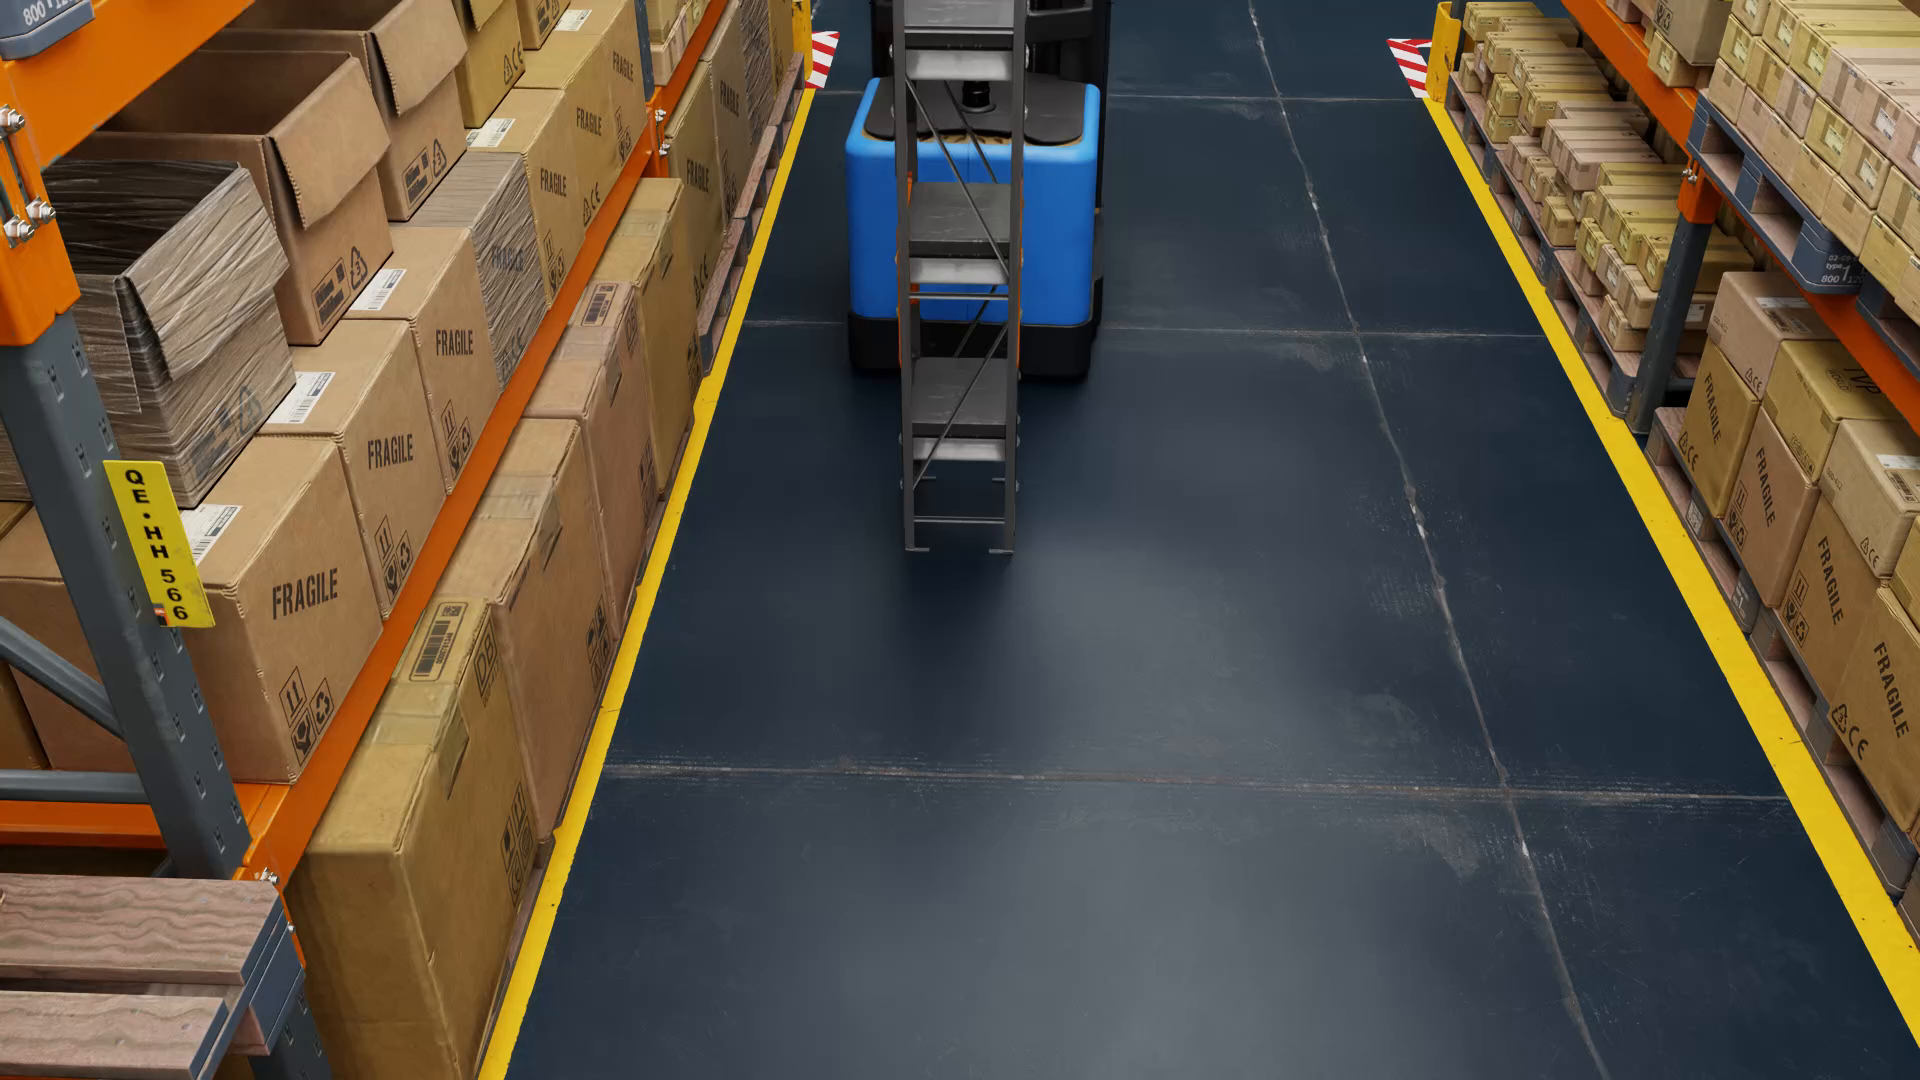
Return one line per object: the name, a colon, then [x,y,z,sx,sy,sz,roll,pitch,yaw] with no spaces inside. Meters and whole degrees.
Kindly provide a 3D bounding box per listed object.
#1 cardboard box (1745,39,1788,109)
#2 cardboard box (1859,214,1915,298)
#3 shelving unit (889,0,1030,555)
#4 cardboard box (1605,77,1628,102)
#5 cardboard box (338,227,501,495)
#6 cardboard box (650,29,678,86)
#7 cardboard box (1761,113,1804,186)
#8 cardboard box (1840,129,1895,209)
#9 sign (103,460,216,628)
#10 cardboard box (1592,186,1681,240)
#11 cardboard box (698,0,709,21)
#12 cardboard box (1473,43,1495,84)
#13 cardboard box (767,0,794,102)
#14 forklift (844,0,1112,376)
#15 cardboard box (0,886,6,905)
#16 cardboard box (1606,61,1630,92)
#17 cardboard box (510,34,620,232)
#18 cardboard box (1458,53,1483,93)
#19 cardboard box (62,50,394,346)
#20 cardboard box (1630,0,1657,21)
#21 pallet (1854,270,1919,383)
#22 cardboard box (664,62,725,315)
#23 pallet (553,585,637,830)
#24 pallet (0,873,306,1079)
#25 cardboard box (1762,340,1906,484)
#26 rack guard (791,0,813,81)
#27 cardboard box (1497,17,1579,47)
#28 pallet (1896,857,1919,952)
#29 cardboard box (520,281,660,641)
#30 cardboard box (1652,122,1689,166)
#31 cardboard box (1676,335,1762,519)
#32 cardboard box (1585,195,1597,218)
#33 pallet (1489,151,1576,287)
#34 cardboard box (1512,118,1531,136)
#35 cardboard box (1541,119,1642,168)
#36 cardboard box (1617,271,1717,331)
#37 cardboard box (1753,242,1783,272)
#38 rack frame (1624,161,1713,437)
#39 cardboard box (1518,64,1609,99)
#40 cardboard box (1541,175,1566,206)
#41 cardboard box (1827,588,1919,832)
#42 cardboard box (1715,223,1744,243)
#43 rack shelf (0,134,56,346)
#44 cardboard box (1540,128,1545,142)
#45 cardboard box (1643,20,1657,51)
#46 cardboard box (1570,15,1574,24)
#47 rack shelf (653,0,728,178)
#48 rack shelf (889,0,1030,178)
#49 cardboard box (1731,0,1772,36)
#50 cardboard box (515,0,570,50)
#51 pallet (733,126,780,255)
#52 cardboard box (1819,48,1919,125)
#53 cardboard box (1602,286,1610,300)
cardboard box: [2.792,-1.506,5.379,0.380,0.149,0.250,1,35,1]
cardboard box: [2.753,-0.783,4.609,0.380,0.149,0.250,1,35,1]
shelving unit: [0.007,-0.954,5.782,0.431,2.100,0.503,1,35,2]
cardboard box: [3.567,-2.345,8.833,0.380,0.149,0.250,1,35,1]
cardboard box: [-1.510,-0.459,4.208,0.500,0.500,0.500,1,35,1]
cardboard box: [-1.332,-1.912,6.581,0.380,0.149,0.250,1,35,2]
cardboard box: [2.781,-1.231,5.246,0.380,0.149,0.250,2,35,2]
cardboard box: [2.763,-1.054,4.735,0.380,0.149,0.250,3,35,4]
sign: [-1.294,0.011,2.687,0.100,0.325,0.005,1,35,2]
cardboard box: [3.003,-1.430,7.273,0.380,0.149,0.250,1,35,1]
cardboard box: [-1.303,-2.366,7.226,0.380,0.149,0.250,0,35,1]
cardboard box: [3.091,-2.654,9.274,0.380,0.149,0.250,1,35,2]
cardboard box: [-1.461,-3.084,9.512,0.875,0.875,0.875,1,35,2]
forklift: [0.161,-2.728,7.583,1.130,2.935,3.031,3,35,4]
cardboard box: [-1.819,0.544,2.415,0.500,0.500,0.500,-3,35,-4]
cardboard box: [3.643,-2.475,8.760,0.380,0.149,0.250,0,35,0]
cardboard box: [-1.449,-1.335,5.453,0.500,0.500,0.500,2,35,3]
cardboard box: [3.095,-2.690,9.583,0.380,0.149,0.250,2,35,3]
cardboard box: [-1.763,-0.800,3.820,0.797,0.503,0.637,2,35,3]
cardboard box: [3.035,-2.426,6.747,0.500,0.500,0.500,0,35,1]
pallet: [3.153,-0.442,4.437,1.003,0.211,1.213,1,35,2]
cardboard box: [-1.570,-1.533,7.305,0.875,0.875,0.875,1,35,2]
pallet: [-1.678,0.436,5.446,1.003,0.211,1.213,1,35,2]
pallet: [-1.759,0.936,2.477,1.213,0.211,1.003,1,35,2]
cardboard box: [2.963,-0.412,5.384,0.500,0.250,0.500,2,35,3]
rack guard: [-1.515,-3.142,10.286,1.175,0.500,0.348,1,35,2]
cardboard box: [3.185,-2.773,9.183,0.380,0.149,0.250,2,35,3]
pallet: [3.148,1.310,4.203,1.003,0.211,1.213,1,35,2]
cardboard box: [-1.717,-0.274,5.514,1.225,0.875,0.875,0,35,0]
cardboard box: [3.536,-1.879,7.911,0.380,0.149,0.250,0,35,0]
cardboard box: [2.981,-0.411,6.035,0.500,0.500,0.500,3,35,4]
cardboard box: [3.070,-1.448,7.556,0.380,0.149,0.250,2,35,2]
pallet: [3.313,-1.629,8.384,1.003,0.211,1.213,1,35,2]
cardboard box: [3.129,-2.102,8.746,0.380,0.149,0.250,1,35,2]
cardboard box: [3.009,-1.891,7.928,0.380,0.149,0.250,0,35,0]
cardboard box: [2.971,-0.996,6.913,0.380,0.149,0.250,2,35,3]
cardboard box: [3.496,-1.122,6.835,0.380,0.149,0.250,3,35,4]
rack frame: [3.276,-1.680,6.032,1.000,3.000,0.127,1,35,2]
cardboard box: [3.099,-2.328,8.550,0.380,0.149,0.250,3,35,4]
cardboard box: [3.070,-1.662,8.120,0.380,0.149,0.250,2,35,3]
cardboard box: [2.910,0.482,4.764,0.500,0.500,0.500,0,35,0]
cardboard box: [3.504,-1.297,7.342,0.380,0.149,0.250,1,35,2]
rack shelf: [-1.917,0.661,0.717,1.077,0.370,4.000,1,35,2]
cardboard box: [3.166,-2.055,8.421,0.380,0.149,0.250,3,35,4]
cardboard box: [3.025,-2.050,6.776,0.380,0.149,0.250,3,35,4]
cardboard box: [3.668,-2.917,9.389,0.380,0.149,0.250,2,35,2]
rack shelf: [-1.596,-2.708,8.120,1.077,0.370,4.000,1,35,2]
rack shelf: [0.007,-1.516,5.387,0.431,0.518,0.480,1,35,2]
cardboard box: [2.800,-1.777,5.506,0.380,0.149,0.250,3,35,4]
cardboard box: [-1.694,-1.937,5.438,0.797,0.503,0.637,0,35,1]
pallet: [-1.521,-1.850,8.699,1.003,0.211,1.213,1,35,2]
cardboard box: [2.770,-1.326,4.864,0.380,0.149,0.250,1,35,1]
cardboard box: [3.045,-1.066,7.272,0.380,0.149,0.250,2,35,3]
